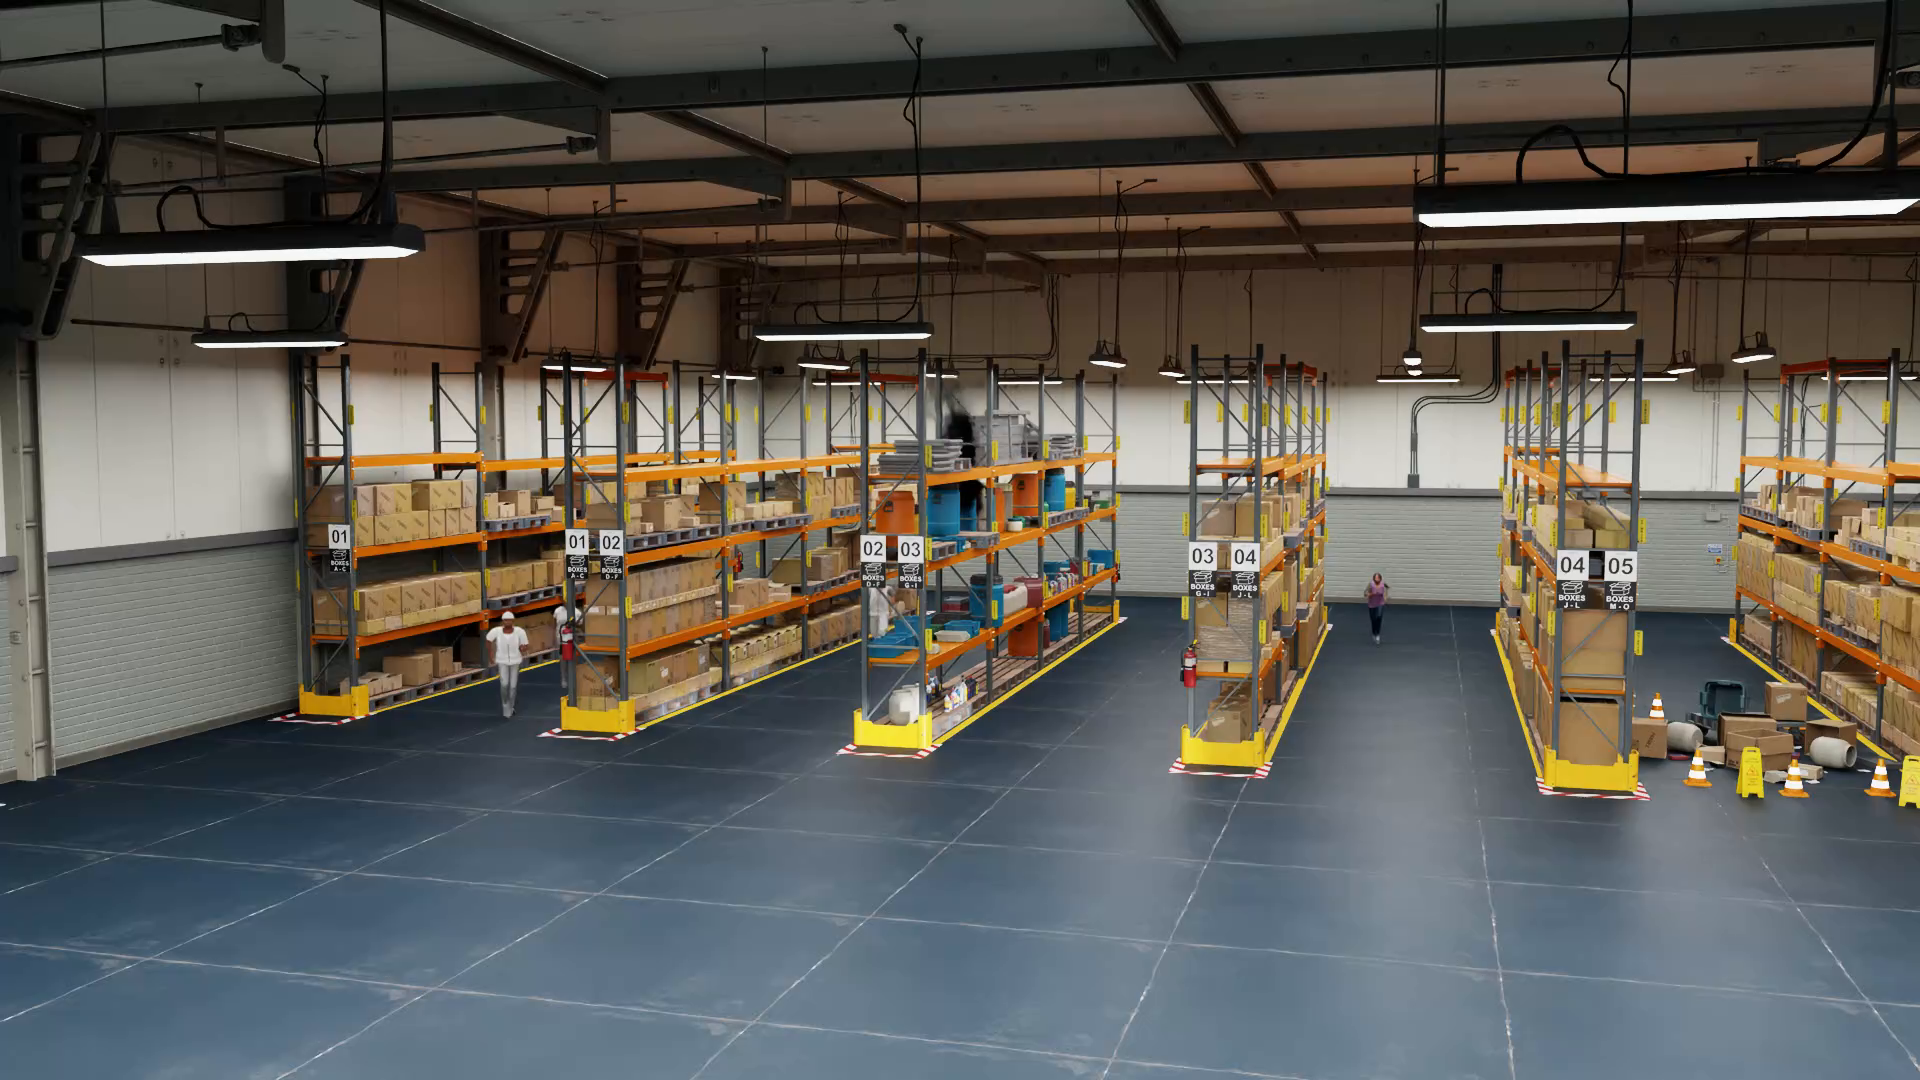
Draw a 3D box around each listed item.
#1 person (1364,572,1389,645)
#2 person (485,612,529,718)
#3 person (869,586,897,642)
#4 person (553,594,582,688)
[{"bbox_3d":[9.143,1.487,36.539,0.528,1.565,0.865,1,4,16],"label":"person"},{"bbox_3d":[-7.509,2.073,27.596,0.697,1.793,0.783,-1,5,-19],"label":"person"},{"bbox_3d":[-1.582,1.485,32.626,0.662,1.744,0.880,0,4,4],"label":"person"},{"bbox_3d":[-7.283,1.825,30.859,0.558,1.717,0.901,-1,4,-9],"label":"person"}]
